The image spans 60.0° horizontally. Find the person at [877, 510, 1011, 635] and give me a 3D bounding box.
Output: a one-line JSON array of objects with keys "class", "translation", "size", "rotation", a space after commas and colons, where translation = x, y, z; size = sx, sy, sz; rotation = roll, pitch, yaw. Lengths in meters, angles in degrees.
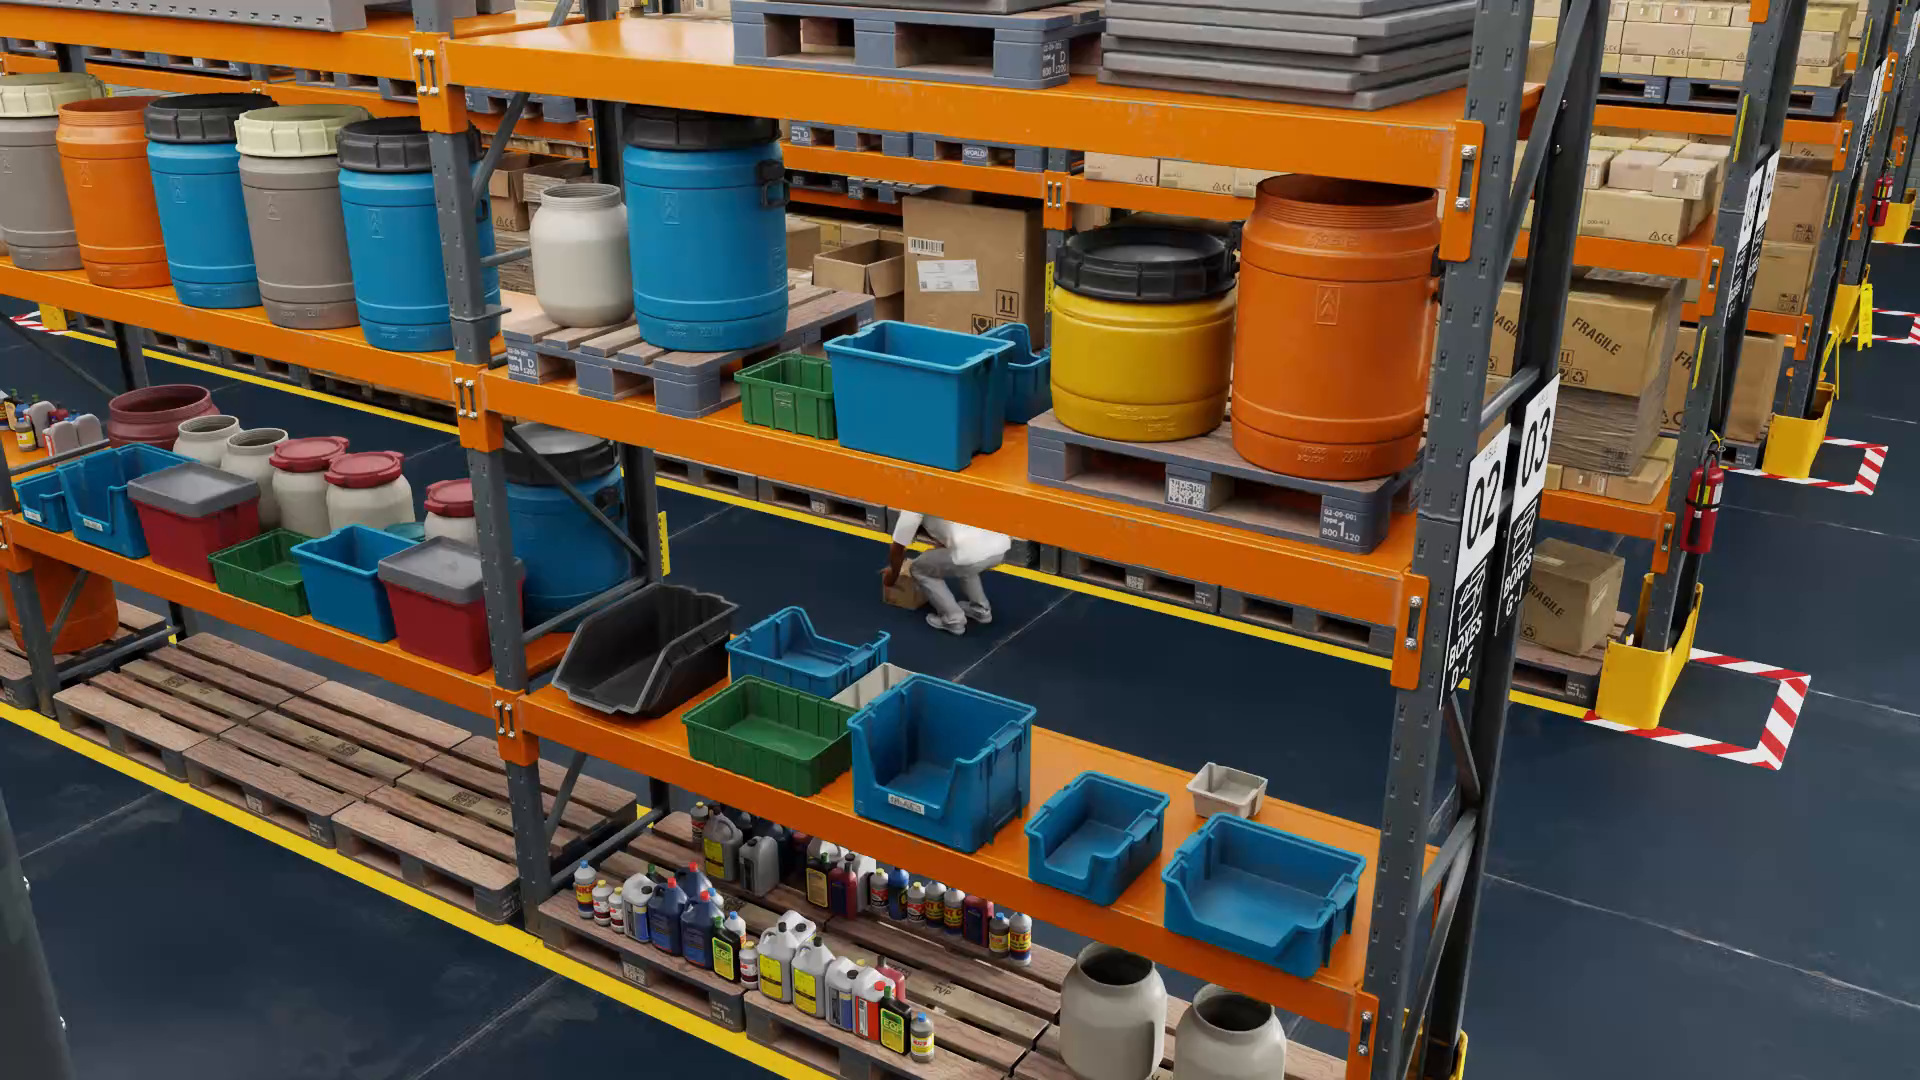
[{"class": "person", "translation": [-0.112, 0.041, 10.876], "size": [0.596, 1.062, 0.882], "rotation": [-21, 31, -40]}]
